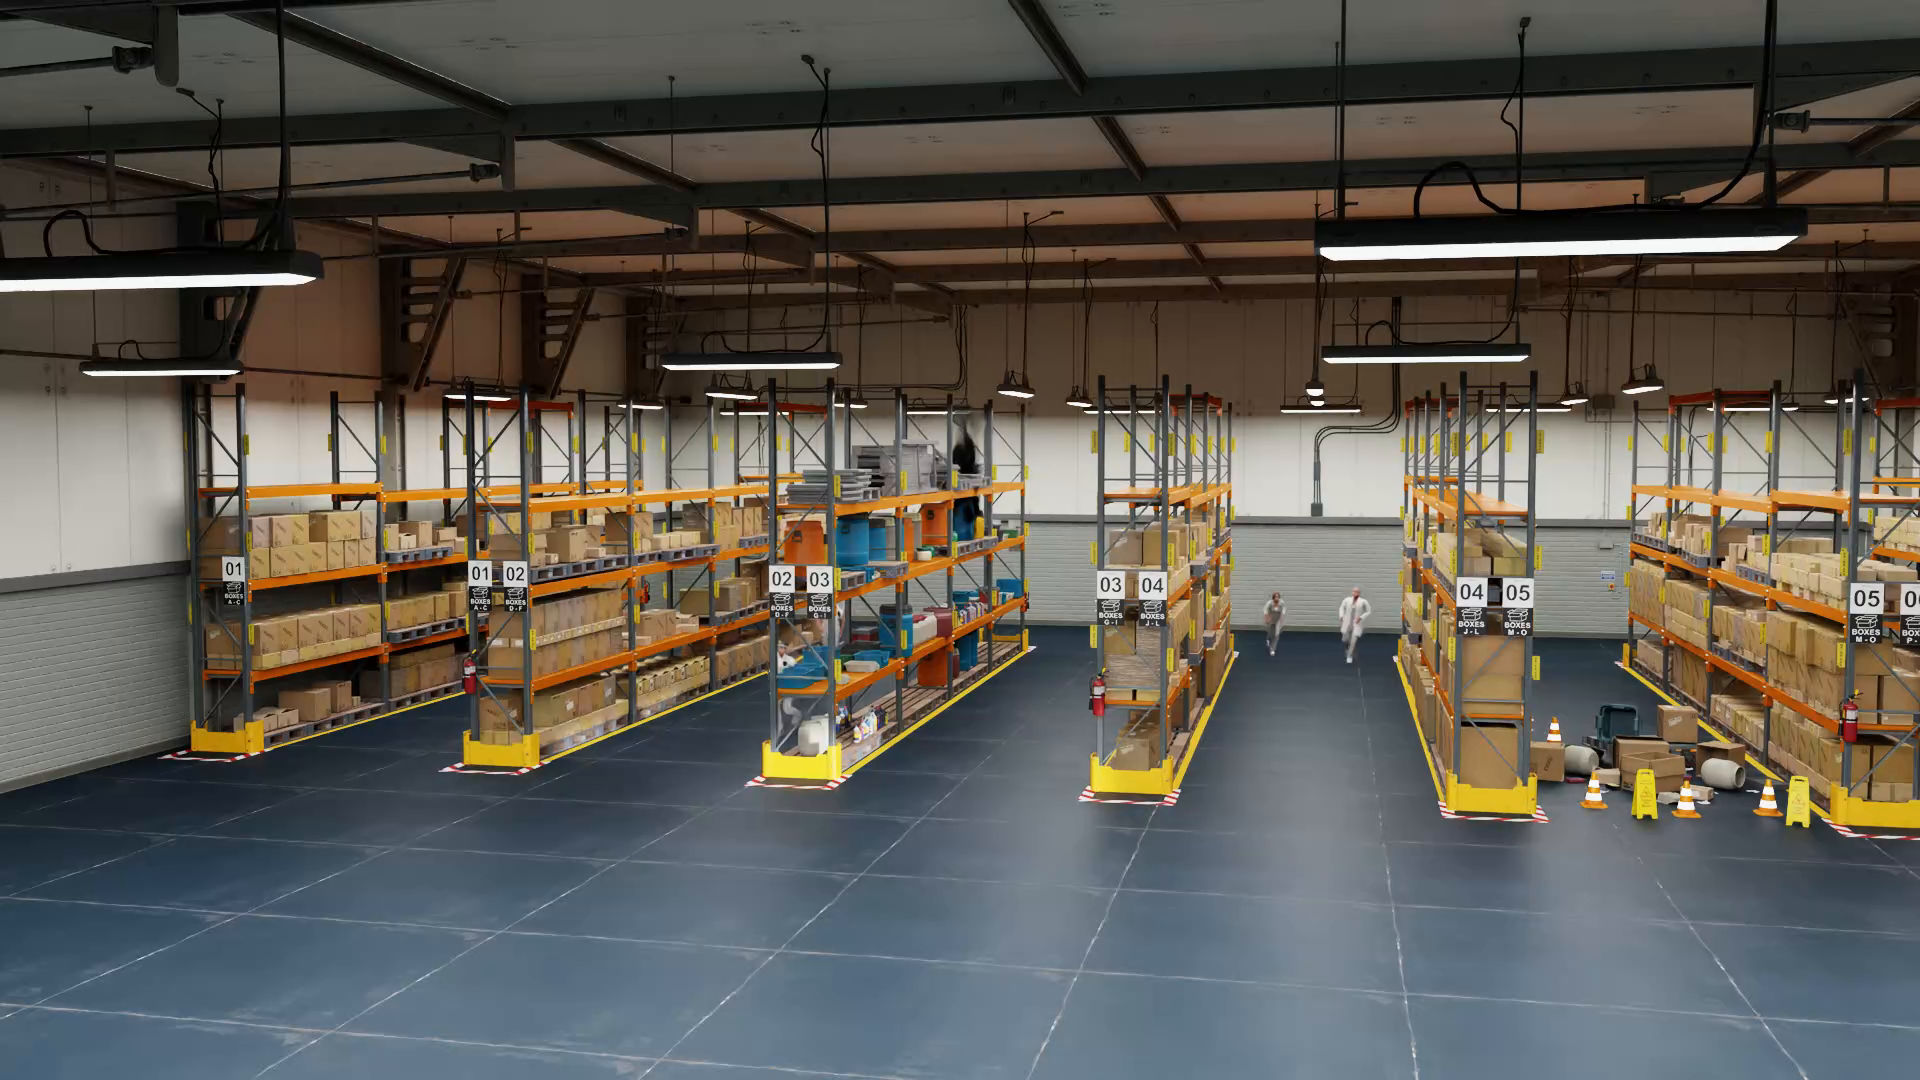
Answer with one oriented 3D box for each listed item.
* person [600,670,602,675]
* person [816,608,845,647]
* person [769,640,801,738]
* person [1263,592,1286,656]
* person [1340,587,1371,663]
[{"bbox_3d":[-7.364,2.205,33.606,0.641,1.768,0.915,0,3,2],"label":"person"},{"bbox_3d":[-2.811,2.066,36.226,0.658,1.773,0.692,0,3,-4],"label":"person"},{"bbox_3d":[-3.033,2.540,28.760,0.603,1.670,0.782,1,3,19],"label":"person"},{"bbox_3d":[7.479,2.046,39.714,0.539,1.435,0.809,0,3,-7],"label":"person"},{"bbox_3d":[9.091,1.954,38.300,0.737,1.733,0.612,2,4,27],"label":"person"}]
